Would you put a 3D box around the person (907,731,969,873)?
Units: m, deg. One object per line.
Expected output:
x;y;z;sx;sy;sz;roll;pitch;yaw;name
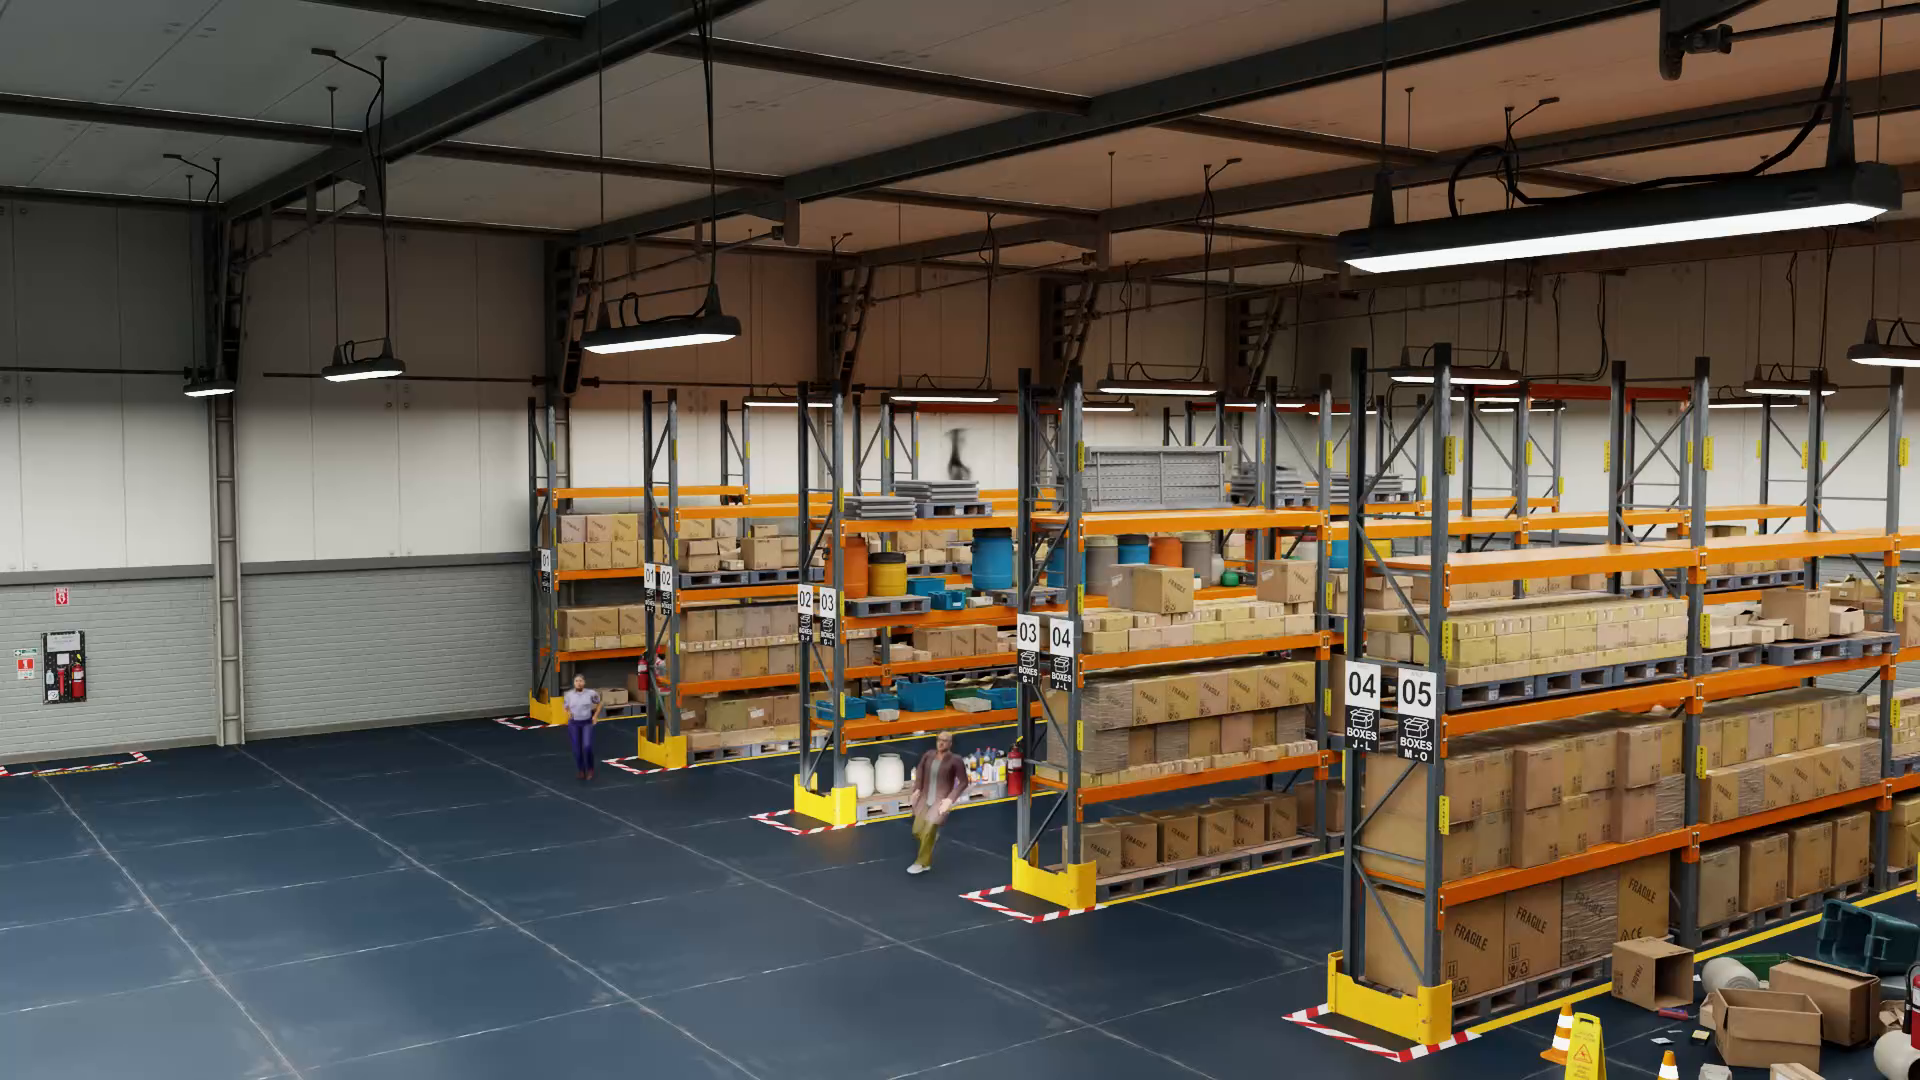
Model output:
-0.251;3.136;19.918;0.742;1.696;0.597;2;4;29;person

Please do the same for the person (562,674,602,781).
-5.761;2.866;25.309;0.580;1.627;0.651;0;3;-4;person

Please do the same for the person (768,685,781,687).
-3.407;2.519;31.200;0.594;1.622;0.555;3;5;44;person

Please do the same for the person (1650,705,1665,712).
9.250;3.026;21.783;1.069;1.777;0.712;-3;4;-37;person

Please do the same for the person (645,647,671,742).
-5.121;2.636;28.578;0.662;1.723;0.698;3;4;40;person
